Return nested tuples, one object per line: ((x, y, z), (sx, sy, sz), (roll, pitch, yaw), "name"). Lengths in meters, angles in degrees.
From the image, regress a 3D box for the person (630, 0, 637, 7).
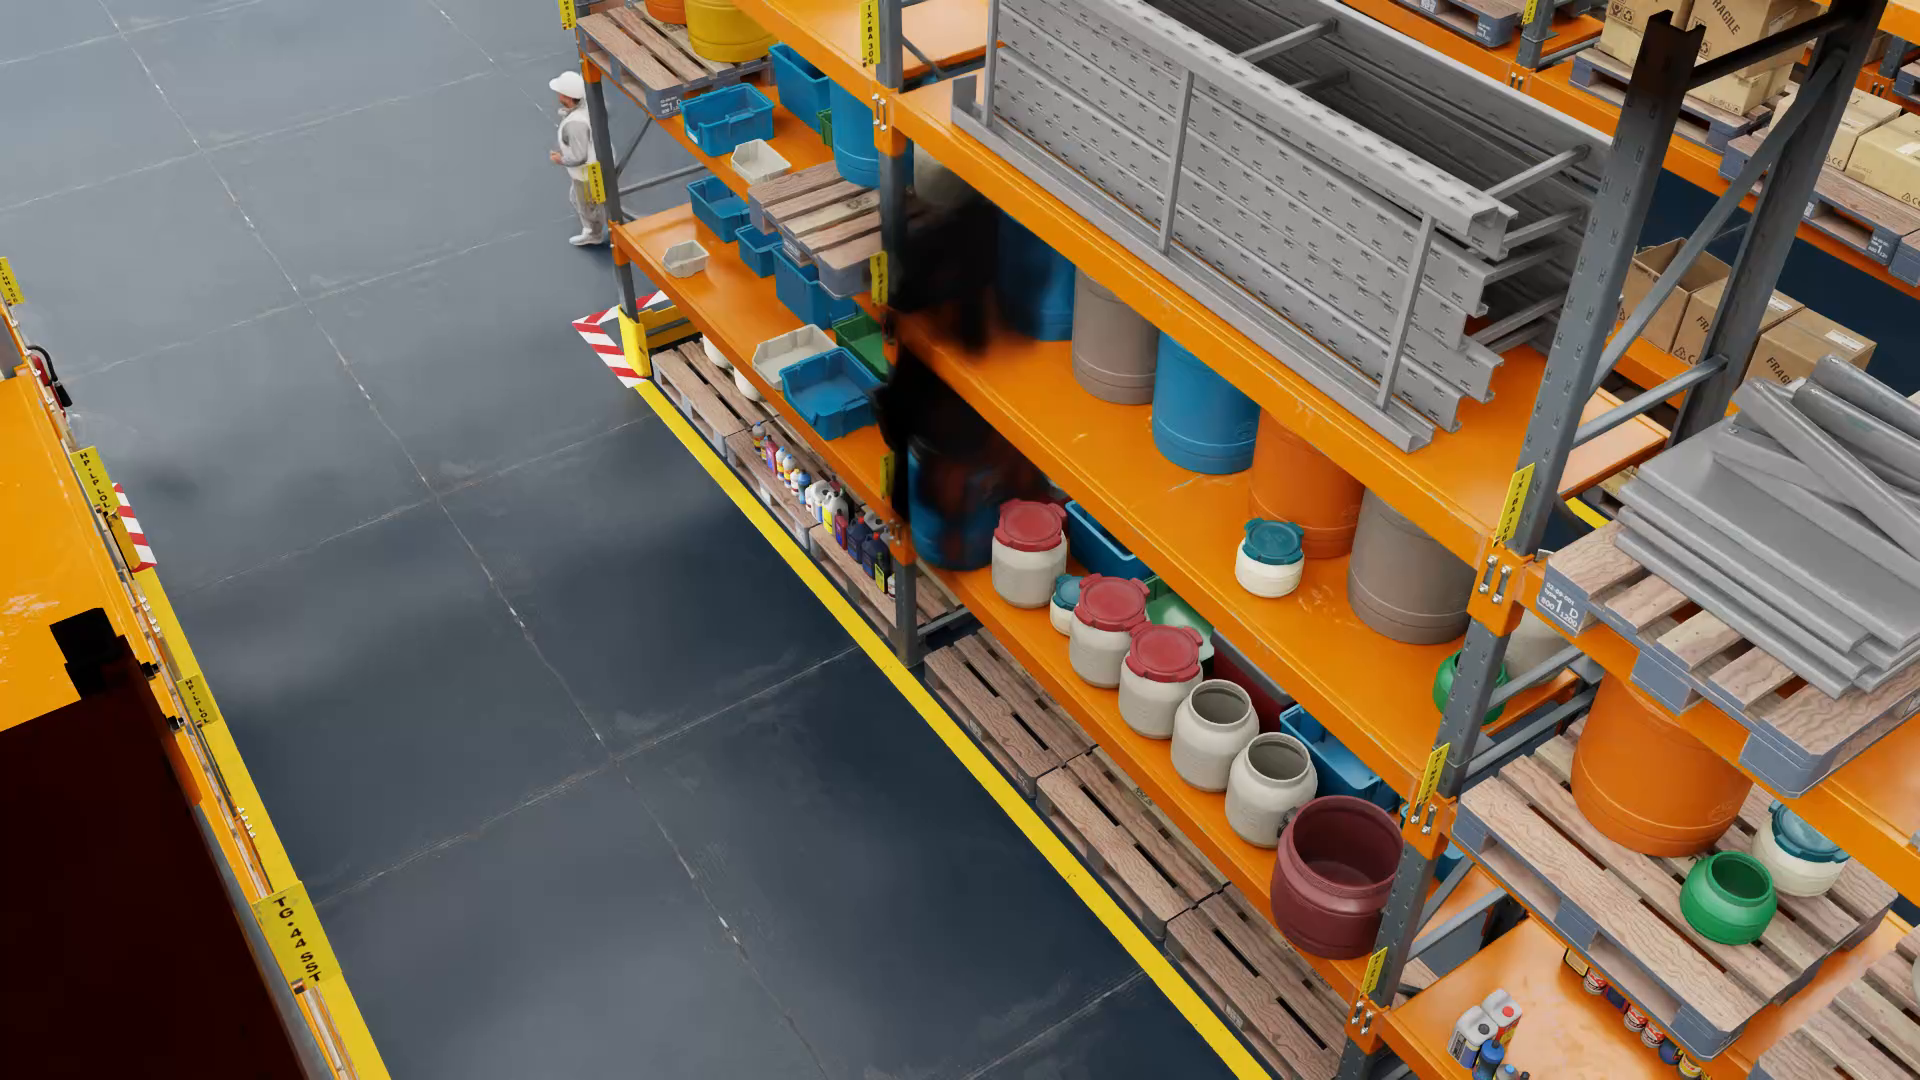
((-3.653, -6.140, 17.223), (0.606, 1.677, 0.617), (-6, 43, -6), "person")

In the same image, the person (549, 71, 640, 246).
((-3.070, -3.117, 13.884), (0.742, 1.744, 0.715), (2, 43, 2), "person")
